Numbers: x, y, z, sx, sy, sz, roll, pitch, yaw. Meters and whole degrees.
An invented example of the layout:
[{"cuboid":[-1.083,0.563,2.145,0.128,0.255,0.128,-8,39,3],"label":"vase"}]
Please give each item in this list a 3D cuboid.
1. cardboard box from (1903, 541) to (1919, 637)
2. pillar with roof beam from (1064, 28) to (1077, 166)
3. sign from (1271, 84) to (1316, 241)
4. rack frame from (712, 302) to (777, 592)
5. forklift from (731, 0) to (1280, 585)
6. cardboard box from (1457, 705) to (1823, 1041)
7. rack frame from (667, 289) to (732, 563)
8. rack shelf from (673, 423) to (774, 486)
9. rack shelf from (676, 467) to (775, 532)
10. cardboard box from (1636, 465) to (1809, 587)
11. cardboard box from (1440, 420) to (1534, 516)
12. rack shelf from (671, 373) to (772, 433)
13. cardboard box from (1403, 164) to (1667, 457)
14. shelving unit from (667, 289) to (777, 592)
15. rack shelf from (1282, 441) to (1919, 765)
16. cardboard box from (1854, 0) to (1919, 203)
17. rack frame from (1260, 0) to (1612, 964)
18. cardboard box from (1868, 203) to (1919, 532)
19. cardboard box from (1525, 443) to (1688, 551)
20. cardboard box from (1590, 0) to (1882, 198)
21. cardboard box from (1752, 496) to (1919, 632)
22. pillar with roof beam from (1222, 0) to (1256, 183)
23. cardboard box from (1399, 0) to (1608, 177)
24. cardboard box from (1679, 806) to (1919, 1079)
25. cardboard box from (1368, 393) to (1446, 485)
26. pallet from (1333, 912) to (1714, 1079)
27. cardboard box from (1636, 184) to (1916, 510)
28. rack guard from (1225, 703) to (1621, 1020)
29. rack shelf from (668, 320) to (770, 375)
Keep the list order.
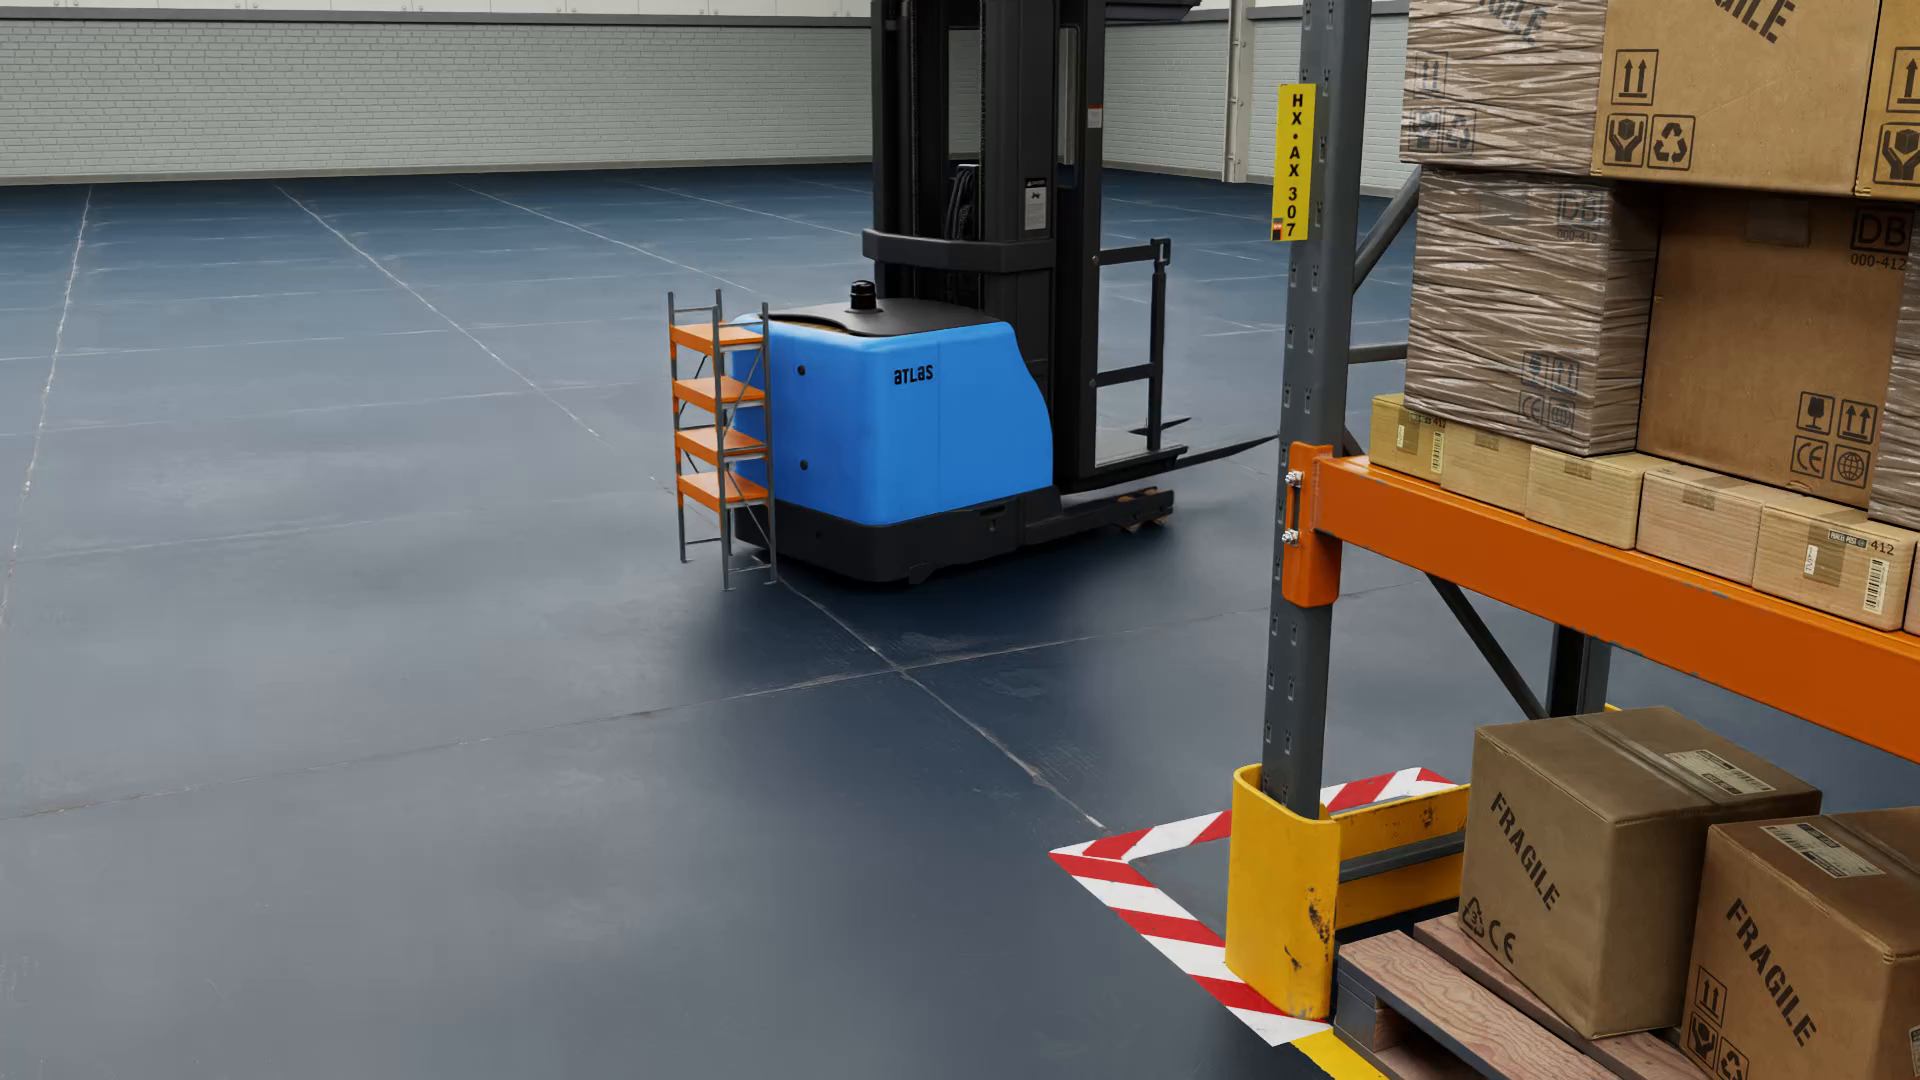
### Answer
[{"cuboid":[1.664,0.077,2.498,0.380,0.149,0.250,-8,18,-25],"label":"cardboard box"},{"cuboid":[-1.370,-11.981,33.186,9.100,9.000,0.400,-8,18,-25],"label":"pillar with roof beam"},{"cuboid":[0.712,-0.802,3.539,0.100,0.325,0.005,-8,18,-25],"label":"sign"},{"cuboid":[-0.889,-0.377,6.888,0.240,1.200,0.015,-9,18,-29],"label":"rack frame"},{"cuboid":[0.394,-1.544,7.816,3.031,2.935,1.130,-15,22,-41],"label":"forklift"},{"cuboid":[1.458,0.705,3.628,0.500,0.500,0.500,-4,17,-15],"label":"cardboard box"},{"cuboid":[-1.138,-0.492,7.291,0.240,1.200,0.015,-9,18,-29],"label":"rack frame"},{"cuboid":[-1.014,-0.370,7.108,0.258,0.148,0.480,-9,18,-29],"label":"rack shelf"},{"cuboid":[-1.014,-0.179,7.163,0.258,0.148,0.480,-9,18,-29],"label":"rack shelf"},{"cuboid":[1.427,-0.044,2.922,0.380,0.149,0.250,-8,18,-25],"label":"cardboard box"},{"cuboid":[1.203,-0.167,3.351,0.380,0.149,0.250,-8,18,-25],"label":"cardboard box"},{"cuboid":[-1.014,-0.585,7.046,0.258,0.148,0.480,-9,18,-29],"label":"rack shelf"},{"cuboid":[1.416,-0.503,3.346,0.875,0.500,0.500,-8,18,-25],"label":"cardboard box"},{"cuboid":[-1.014,-0.434,7.089,0.258,1.200,0.503,-9,18,-29],"label":"shelving unit"},{"cuboid":[2.076,0.390,2.259,1.077,0.370,4.000,-8,18,-25],"label":"rack shelf"},{"cuboid":[1.629,-0.706,2.238,0.500,0.500,0.500,-8,18,-25],"label":"cardboard box"},{"cuboid":[1.200,-0.452,3.888,1.000,3.000,0.127,-8,18,-25],"label":"rack frame"},{"cuboid":[1.923,-0.265,2.514,0.875,0.500,0.500,-8,18,-25],"label":"cardboard box"},{"cuboid":[1.299,-0.104,3.129,0.380,0.149,0.250,-8,18,-25],"label":"cardboard box"},{"cuboid":[1.409,-0.829,2.670,0.500,0.500,0.500,-8,18,-25],"label":"cardboard box"},{"cuboid":[1.530,0.019,2.703,0.380,0.149,0.250,-8,18,-25],"label":"cardboard box"},{"cuboid":[1.258,-10.493,28.001,9.100,9.000,0.400,-8,18,-25],"label":"pillar with roof beam"},{"cuboid":[1.196,-0.954,3.105,0.500,0.500,0.500,-8,18,-25],"label":"cardboard box"},{"cuboid":[1.751,0.849,3.126,0.500,0.500,0.500,-3,16,-10],"label":"cardboard box"},{"cuboid":[1.110,-0.232,3.576,0.380,0.149,0.250,-8,18,-25],"label":"cardboard box"},{"cuboid":[1.557,1.113,3.490,1.003,0.211,1.213,-8,18,-25],"label":"pallet"},{"cuboid":[1.743,-0.394,2.964,0.875,0.500,0.500,-8,18,-25],"label":"cardboard box"},{"cuboid":[1.233,0.768,4.167,1.175,0.500,0.348,-8,18,-25],"label":"rack guard"},{"cuboid":[-1.014,-0.812,6.981,0.258,0.148,0.480,-9,18,-29],"label":"rack shelf"}]
